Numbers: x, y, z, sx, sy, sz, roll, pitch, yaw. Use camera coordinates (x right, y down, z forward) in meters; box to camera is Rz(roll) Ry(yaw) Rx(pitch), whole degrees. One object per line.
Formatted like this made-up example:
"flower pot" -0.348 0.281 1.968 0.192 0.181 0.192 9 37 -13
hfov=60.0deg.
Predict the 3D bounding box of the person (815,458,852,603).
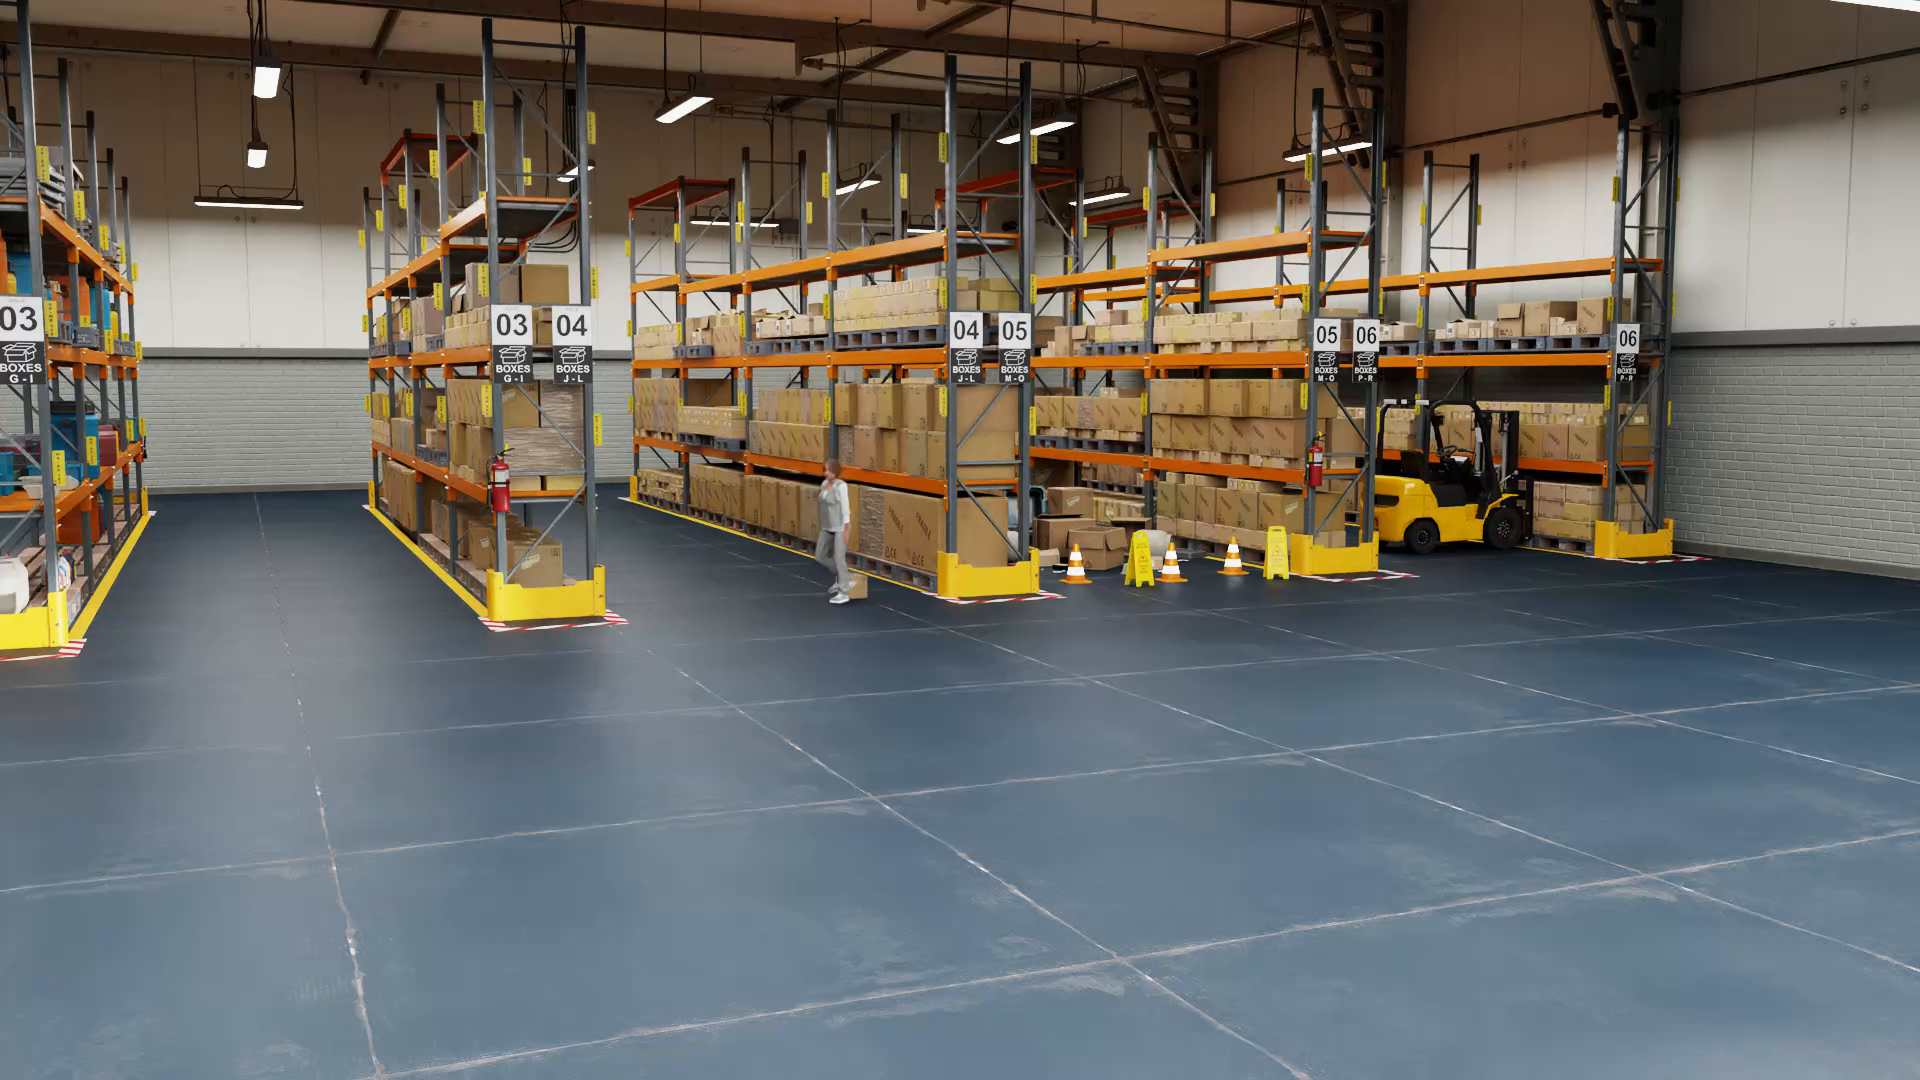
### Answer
"person" -1.333 -0.103 18.164 0.449 1.588 0.470 -5 8 -44
